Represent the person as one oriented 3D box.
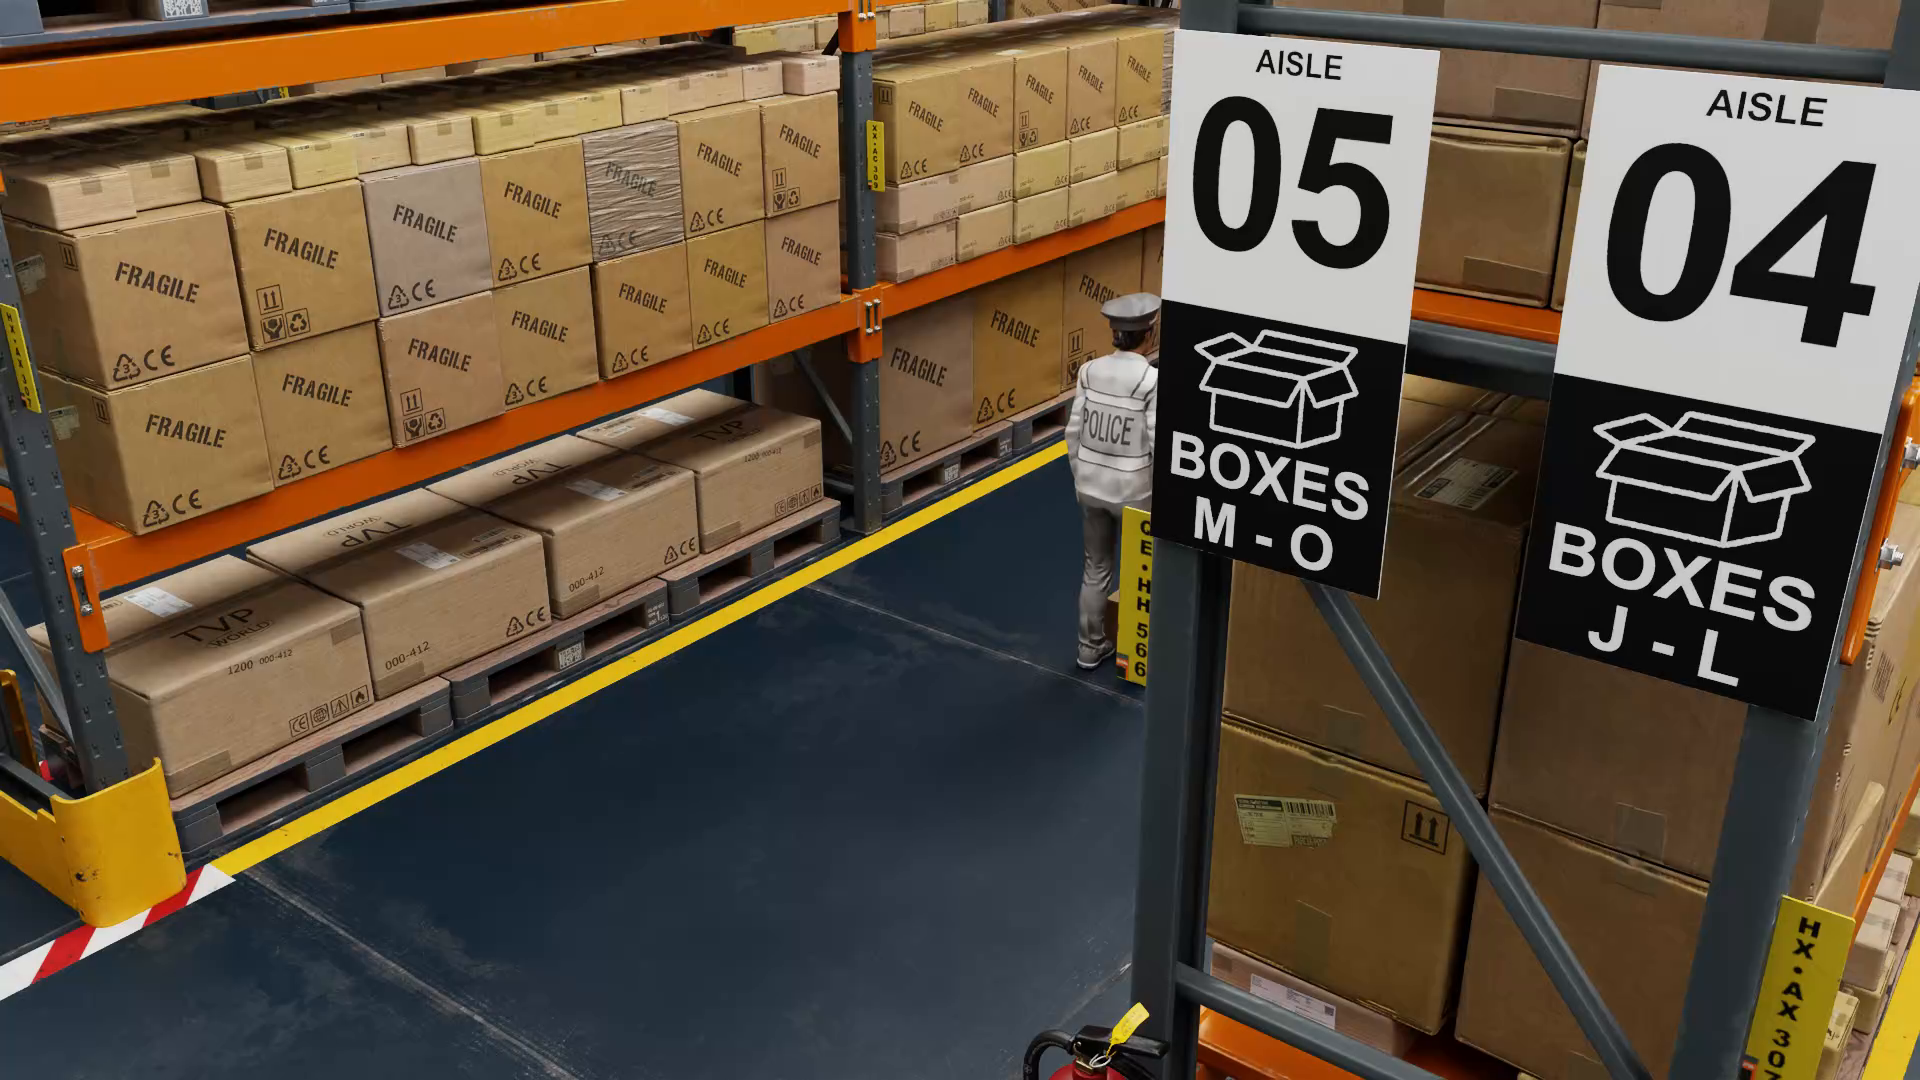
[{"bbox_3d":[0.689,-0.202,7.056,0.530,1.663,0.371,17,29,34],"label":"person"}]
